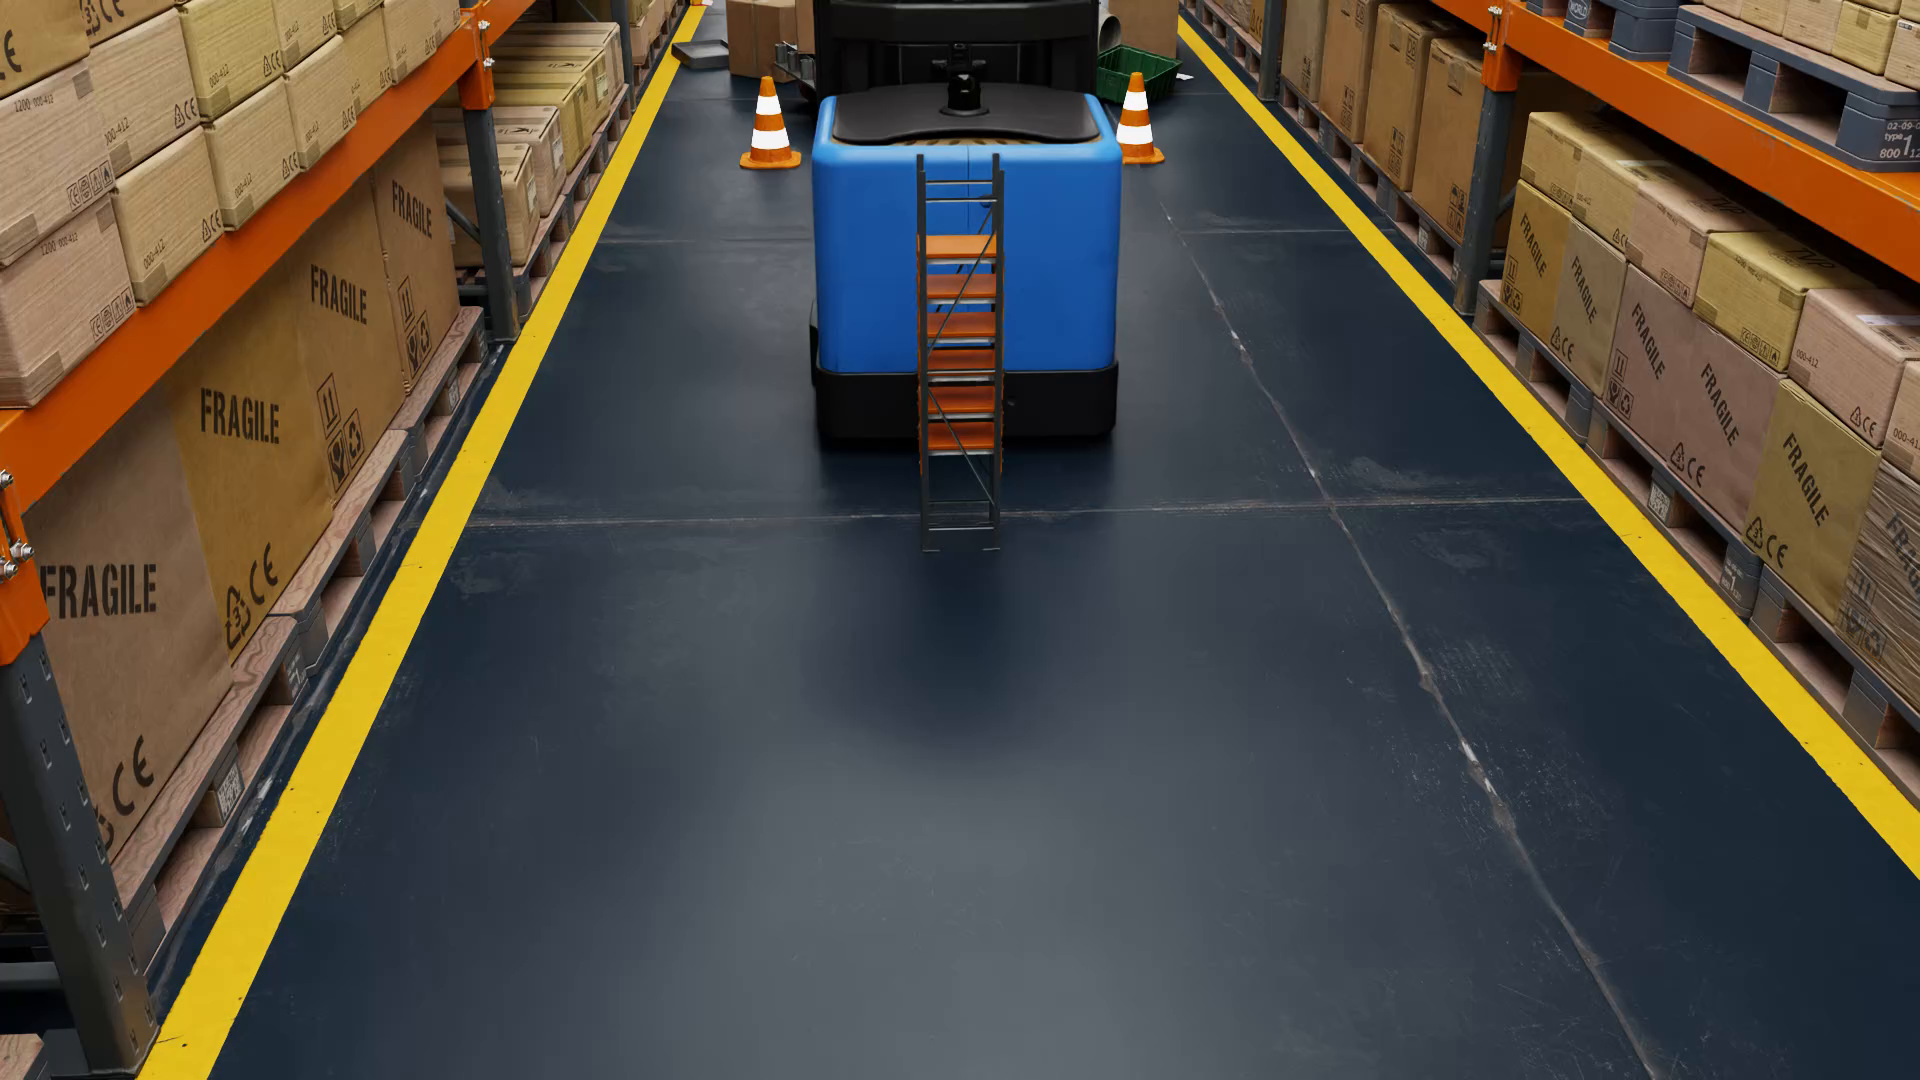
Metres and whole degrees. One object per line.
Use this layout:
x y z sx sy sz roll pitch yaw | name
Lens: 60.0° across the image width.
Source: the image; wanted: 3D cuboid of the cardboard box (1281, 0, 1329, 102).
2.537 -3.063 9.859 1.050 0.750 0.750 -2 28 -3 | cardboard box

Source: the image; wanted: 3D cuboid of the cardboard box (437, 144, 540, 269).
-2.334 -1.428 7.132 0.950 0.372 0.625 -3 28 -6 | cardboard box

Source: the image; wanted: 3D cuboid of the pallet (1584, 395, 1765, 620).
2.724 -0.153 5.314 1.003 0.211 1.213 -1 28 -3 | pallet

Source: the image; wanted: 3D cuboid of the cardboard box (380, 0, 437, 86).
-1.986 -1.616 5.268 0.500 0.250 0.500 -1 28 -2 | cardboard box

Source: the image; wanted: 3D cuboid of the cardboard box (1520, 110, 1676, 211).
2.418 -1.398 6.125 0.500 0.250 0.500 -3 28 -5 | cardboard box

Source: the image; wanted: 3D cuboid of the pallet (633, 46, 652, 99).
-2.594 -3.066 10.900 1.003 0.211 1.213 -1 28 -3 | pallet

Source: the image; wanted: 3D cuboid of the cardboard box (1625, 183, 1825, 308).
2.457 -0.935 5.237 0.500 0.250 0.500 -1 28 -2 | cardboard box

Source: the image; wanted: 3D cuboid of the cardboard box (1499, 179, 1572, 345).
2.406 -1.057 6.282 0.500 0.500 0.500 -3 28 -5 | cardboard box

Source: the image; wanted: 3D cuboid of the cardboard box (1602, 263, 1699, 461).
2.467 -0.588 5.383 0.500 0.500 0.500 -2 28 -4 | cardboard box

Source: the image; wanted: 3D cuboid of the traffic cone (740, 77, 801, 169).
-1.060 -2.329 9.216 0.336 0.463 0.334 -1 28 -3 | traffic cone

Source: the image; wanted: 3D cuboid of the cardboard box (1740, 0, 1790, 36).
2.517 -1.563 4.821 0.380 0.149 0.250 -1 28 -2 | cardboard box

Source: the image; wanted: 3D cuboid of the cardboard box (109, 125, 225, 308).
-1.893 -0.681 3.473 0.500 0.250 0.500 -2 28 -4 | cardboard box

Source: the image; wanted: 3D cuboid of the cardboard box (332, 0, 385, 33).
-1.958 -1.611 4.716 0.500 0.250 0.500 -2 28 -4 | cardboard box

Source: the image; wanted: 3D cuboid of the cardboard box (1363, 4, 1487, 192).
2.633 -2.188 8.180 1.050 0.750 0.750 -1 28 -2 | cardboard box

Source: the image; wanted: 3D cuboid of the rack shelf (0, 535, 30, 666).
-2.001 0.944 0.974 1.077 0.370 4.000 -1 28 -3 | rack shelf

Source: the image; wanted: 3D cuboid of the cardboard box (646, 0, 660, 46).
-2.324 -3.485 11.208 0.500 0.250 0.500 0 28 0 | cardboard box

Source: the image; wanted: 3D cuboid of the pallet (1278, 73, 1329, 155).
2.530 -2.568 9.946 1.003 0.211 1.213 -1 28 -3 | pallet

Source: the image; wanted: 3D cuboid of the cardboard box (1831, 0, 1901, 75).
2.543 -1.320 4.354 0.380 0.149 0.250 0 28 0 | cardboard box

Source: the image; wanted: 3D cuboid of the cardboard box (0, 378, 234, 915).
-2.218 0.173 3.518 0.875 0.875 0.875 -1 28 -1 | cardboard box

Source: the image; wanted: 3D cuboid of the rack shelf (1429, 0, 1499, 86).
2.519 -2.917 8.376 1.077 0.370 4.000 -1 28 -3 | rack shelf

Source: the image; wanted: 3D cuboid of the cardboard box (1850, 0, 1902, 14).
2.542 -1.459 4.300 0.380 0.149 0.250 -1 28 -2 | cardboard box

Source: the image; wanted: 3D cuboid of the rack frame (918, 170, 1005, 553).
0.004 -0.496 4.904 0.240 1.200 0.006 -1 28 -3 | rack frame

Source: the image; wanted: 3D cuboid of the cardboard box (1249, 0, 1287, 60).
2.452 -3.695 10.935 0.875 0.875 0.875 -1 28 -2 | cardboard box

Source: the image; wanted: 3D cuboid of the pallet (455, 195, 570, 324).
-2.354 -1.270 7.457 1.003 0.211 1.213 -1 28 -3 | pallet

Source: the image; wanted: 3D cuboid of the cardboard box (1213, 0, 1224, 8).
2.355 -4.533 12.540 0.875 0.875 0.875 -2 28 -3 | cardboard box

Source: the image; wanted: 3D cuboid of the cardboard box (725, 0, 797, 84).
-1.220 -3.413 11.251 0.500 0.500 0.500 19 33 32 | cardboard box

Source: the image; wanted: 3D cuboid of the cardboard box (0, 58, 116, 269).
-1.847 -0.664 2.900 0.500 0.250 0.500 -2 28 -4 | cardboard box

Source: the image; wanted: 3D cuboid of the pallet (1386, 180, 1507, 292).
2.658 -1.441 7.786 1.003 0.211 1.213 -1 28 -3 | pallet

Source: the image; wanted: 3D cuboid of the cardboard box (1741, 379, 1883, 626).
2.516 -0.115 4.476 0.500 0.500 0.500 -2 28 -4 | cardboard box

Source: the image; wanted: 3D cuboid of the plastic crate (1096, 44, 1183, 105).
1.097 -2.987 10.711 0.450 0.188 0.662 22 34 18 | plastic crate

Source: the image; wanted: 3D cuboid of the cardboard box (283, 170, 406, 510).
-2.319 -0.657 5.109 0.875 0.875 0.875 -1 28 -2 | cardboard box

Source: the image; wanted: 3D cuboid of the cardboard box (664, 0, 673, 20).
-2.369 -3.960 12.117 0.500 0.250 0.500 -2 28 -4 | cardboard box

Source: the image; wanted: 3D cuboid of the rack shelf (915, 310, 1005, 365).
-0.001 -0.606 4.950 0.258 0.103 0.180 -1 28 -3 | rack shelf

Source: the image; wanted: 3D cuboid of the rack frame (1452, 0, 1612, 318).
2.624 -2.312 6.439 1.000 3.000 0.127 -1 28 -3 | rack frame

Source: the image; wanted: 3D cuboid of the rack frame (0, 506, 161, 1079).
-2.106 -0.299 2.579 1.000 3.000 0.127 -1 28 -3 | rack frame

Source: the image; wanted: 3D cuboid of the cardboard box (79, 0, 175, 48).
-1.896 -1.231 3.176 0.500 0.500 0.500 -2 28 -3 | cardboard box

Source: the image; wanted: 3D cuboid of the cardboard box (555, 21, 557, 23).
-2.823 -3.227 10.712 0.500 0.250 0.500 0 28 0 | cardboard box

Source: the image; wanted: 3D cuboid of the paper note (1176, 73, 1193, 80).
1.475 -3.132 11.221 0.147 0.020 0.142 -23 35 -37 | paper note

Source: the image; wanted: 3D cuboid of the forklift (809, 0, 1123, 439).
-0.023 -2.293 6.477 1.130 2.935 3.031 -1 28 -2 | forklift

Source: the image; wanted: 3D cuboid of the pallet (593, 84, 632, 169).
-2.481 -2.397 9.618 1.003 0.211 1.213 -1 28 -3 | pallet

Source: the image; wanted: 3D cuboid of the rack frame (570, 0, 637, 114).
-2.523 -3.993 9.662 1.000 3.000 0.127 -1 28 -3 | rack frame

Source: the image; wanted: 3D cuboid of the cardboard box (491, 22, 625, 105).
-2.493 -2.772 9.709 0.950 0.372 0.625 -1 28 -2 | cardboard box

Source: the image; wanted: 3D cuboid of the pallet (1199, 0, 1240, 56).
2.386 -3.841 12.386 1.003 0.211 1.213 -1 28 -3 | pallet

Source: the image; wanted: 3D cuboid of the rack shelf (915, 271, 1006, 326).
-0.001 -0.712 4.895 0.258 0.103 0.180 -1 28 -3 | rack shelf

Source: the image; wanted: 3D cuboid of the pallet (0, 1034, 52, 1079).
-2.144 1.291 2.547 1.003 0.211 1.213 -1 28 -3 | pallet

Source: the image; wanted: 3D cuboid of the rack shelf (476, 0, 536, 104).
-2.419 -2.750 8.058 1.077 0.370 4.000 -1 28 -3 | rack shelf

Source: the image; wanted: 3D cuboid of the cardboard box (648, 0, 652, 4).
-2.324 -3.818 11.036 0.500 0.500 0.500 0 28 -1 | cardboard box

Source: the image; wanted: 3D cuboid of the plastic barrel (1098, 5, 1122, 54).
0.824 -3.504 11.510 0.512 0.421 0.421 19 33 32 | plastic barrel

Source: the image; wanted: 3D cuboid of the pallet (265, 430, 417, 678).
-2.288 0.019 4.986 1.003 0.211 1.213 -1 28 -3 | pallet

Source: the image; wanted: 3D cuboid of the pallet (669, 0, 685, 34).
-2.721 -4.193 13.061 1.003 0.211 1.213 -1 28 -3 | pallet

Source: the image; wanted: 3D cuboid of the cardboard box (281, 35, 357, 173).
-1.921 -1.149 4.371 0.500 0.250 0.500 -2 28 -3 | cardboard box

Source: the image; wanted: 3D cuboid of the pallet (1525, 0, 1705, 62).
2.767 -1.900 5.857 1.213 0.211 1.003 -1 28 -3 | pallet

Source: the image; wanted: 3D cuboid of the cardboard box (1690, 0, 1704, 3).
2.489 -1.802 5.279 0.380 0.149 0.250 0 28 0 | cardboard box

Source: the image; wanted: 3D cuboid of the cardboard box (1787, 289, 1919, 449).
2.528 -0.451 4.308 0.500 0.250 0.500 0 28 0 | cardboard box

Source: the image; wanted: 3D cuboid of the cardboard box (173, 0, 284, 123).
-1.902 -1.137 3.809 0.500 0.250 0.500 -1 28 -2 | cardboard box

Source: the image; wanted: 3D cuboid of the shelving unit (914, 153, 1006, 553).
-0.001 -0.539 4.985 0.258 1.200 0.189 -1 28 -3 | shelving unit

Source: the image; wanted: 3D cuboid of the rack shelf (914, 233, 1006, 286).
-0.001 -0.818 4.839 0.258 0.103 0.180 -1 28 -3 | rack shelf

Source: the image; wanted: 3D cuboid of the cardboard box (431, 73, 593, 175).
-2.414 -2.119 8.457 0.950 0.372 0.625 0 28 -1 | cardboard box
